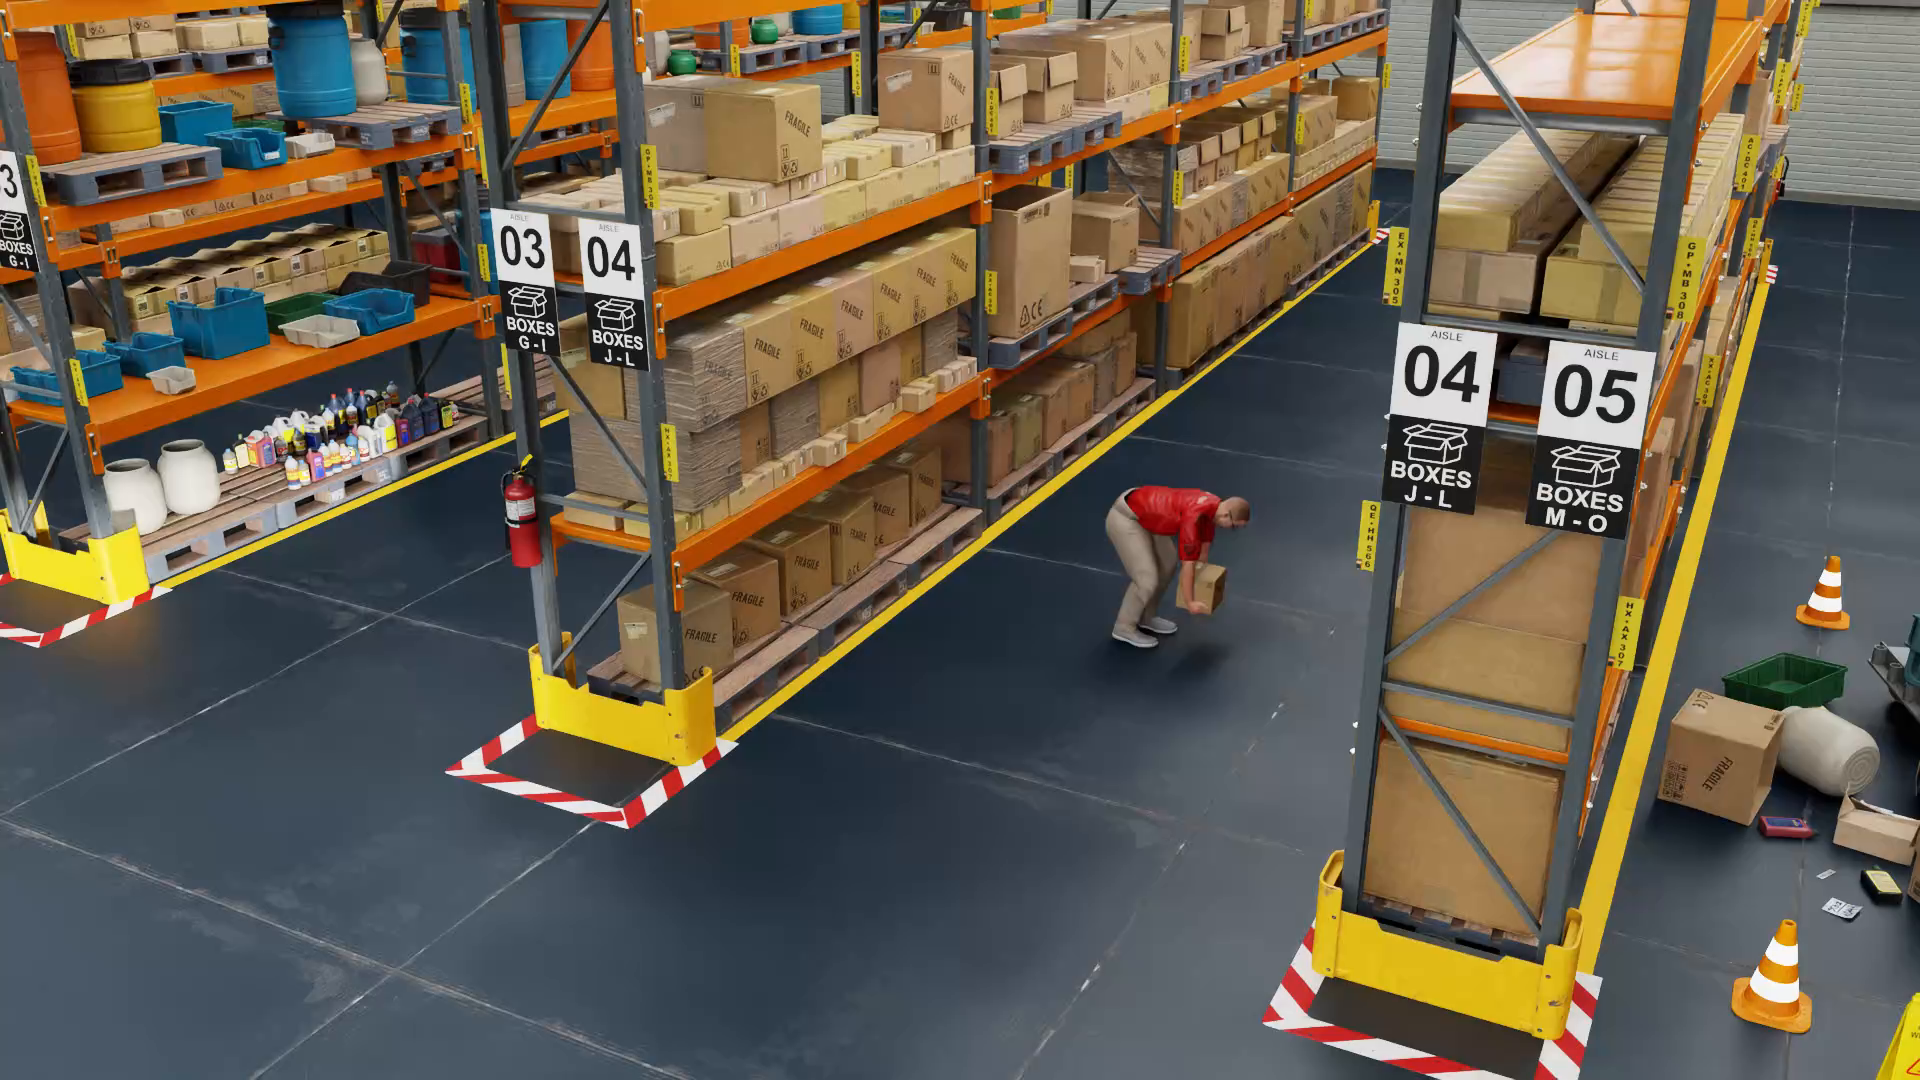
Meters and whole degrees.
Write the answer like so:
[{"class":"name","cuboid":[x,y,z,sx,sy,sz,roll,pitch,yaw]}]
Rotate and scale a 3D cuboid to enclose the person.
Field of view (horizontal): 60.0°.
[{"class":"person","cuboid":[1.448,0.138,11.142,0.956,1.023,0.480,10,25,23]}]
